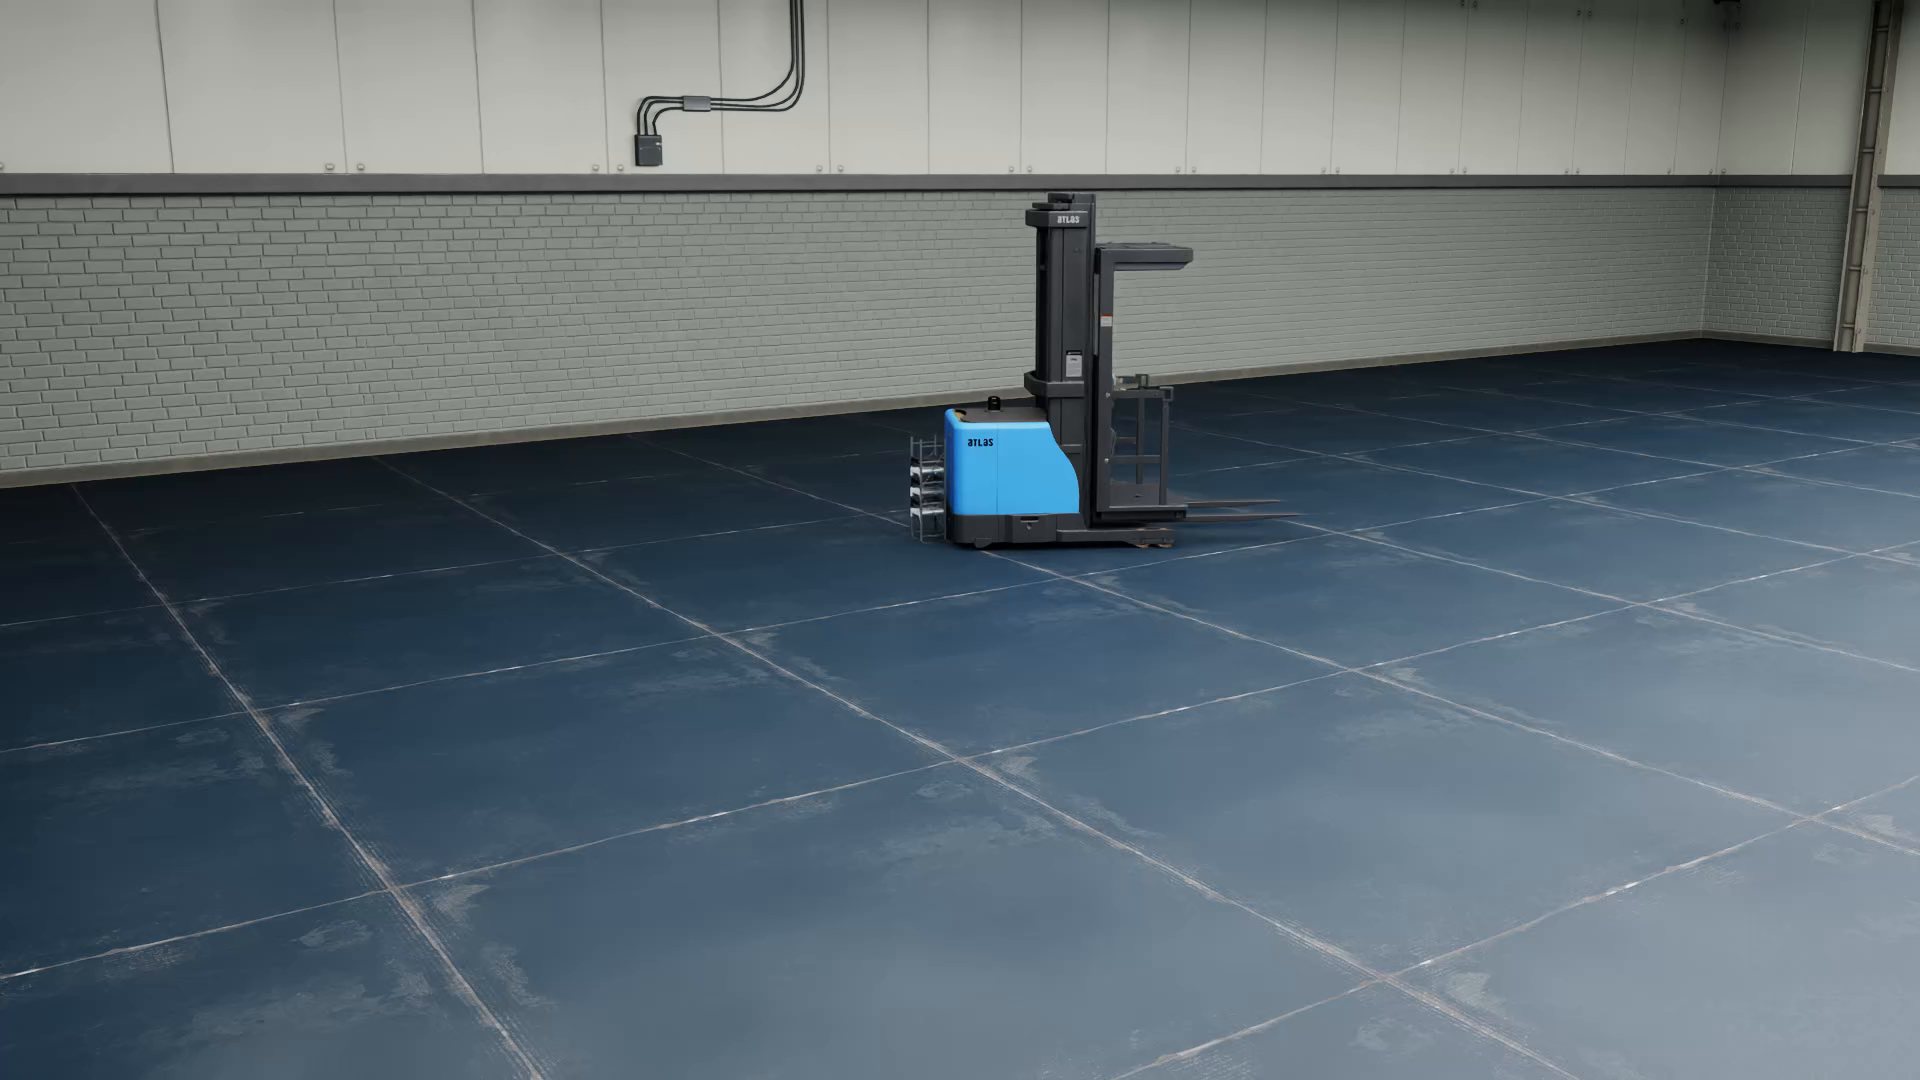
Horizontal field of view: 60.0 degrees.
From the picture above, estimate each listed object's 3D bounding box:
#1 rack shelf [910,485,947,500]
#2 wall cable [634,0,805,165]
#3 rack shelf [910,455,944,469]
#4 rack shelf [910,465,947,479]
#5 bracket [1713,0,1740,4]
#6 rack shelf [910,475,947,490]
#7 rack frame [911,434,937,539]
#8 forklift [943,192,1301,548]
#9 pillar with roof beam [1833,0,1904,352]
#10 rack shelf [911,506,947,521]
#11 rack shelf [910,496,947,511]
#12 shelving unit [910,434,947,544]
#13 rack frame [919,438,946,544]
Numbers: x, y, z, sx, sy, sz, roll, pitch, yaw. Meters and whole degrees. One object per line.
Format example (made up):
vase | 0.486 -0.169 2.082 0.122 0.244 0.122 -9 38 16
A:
rack shelf | -0.271 -0.406 14.270 0.258 0.077 0.200 -5 13 -23
wall cable | -2.872 -7.528 19.761 2.305 6.003 0.169 -8 15 -33
rack shelf | -0.271 -0.670 14.212 0.258 0.077 0.200 -5 13 -23
rack shelf | -0.271 -0.582 14.231 0.258 0.077 0.200 -5 13 -23
bracket | 14.132 -10.005 30.625 0.235 0.232 0.430 -8 15 -33
rack shelf | -0.271 -0.494 14.251 0.258 0.077 0.200 -5 13 -23
rack frame | -0.311 -0.459 14.354 0.240 0.900 0.006 -5 13 -23
forklift | 1.401 -1.474 14.242 3.031 2.935 1.130 -1 12 -5
pillar with roof beam | 12.387 -7.284 26.607 9.100 9.000 0.548 -8 15 -33
rack shelf | -0.271 -0.231 14.308 0.258 0.077 0.200 -5 13 -23
rack shelf | -0.271 -0.319 14.289 0.258 0.077 0.200 -5 13 -23
shelving unit | -0.271 -0.439 14.263 0.258 0.900 0.210 -5 13 -23
rack frame | -0.231 -0.419 14.172 0.240 0.900 0.006 -5 13 -23
